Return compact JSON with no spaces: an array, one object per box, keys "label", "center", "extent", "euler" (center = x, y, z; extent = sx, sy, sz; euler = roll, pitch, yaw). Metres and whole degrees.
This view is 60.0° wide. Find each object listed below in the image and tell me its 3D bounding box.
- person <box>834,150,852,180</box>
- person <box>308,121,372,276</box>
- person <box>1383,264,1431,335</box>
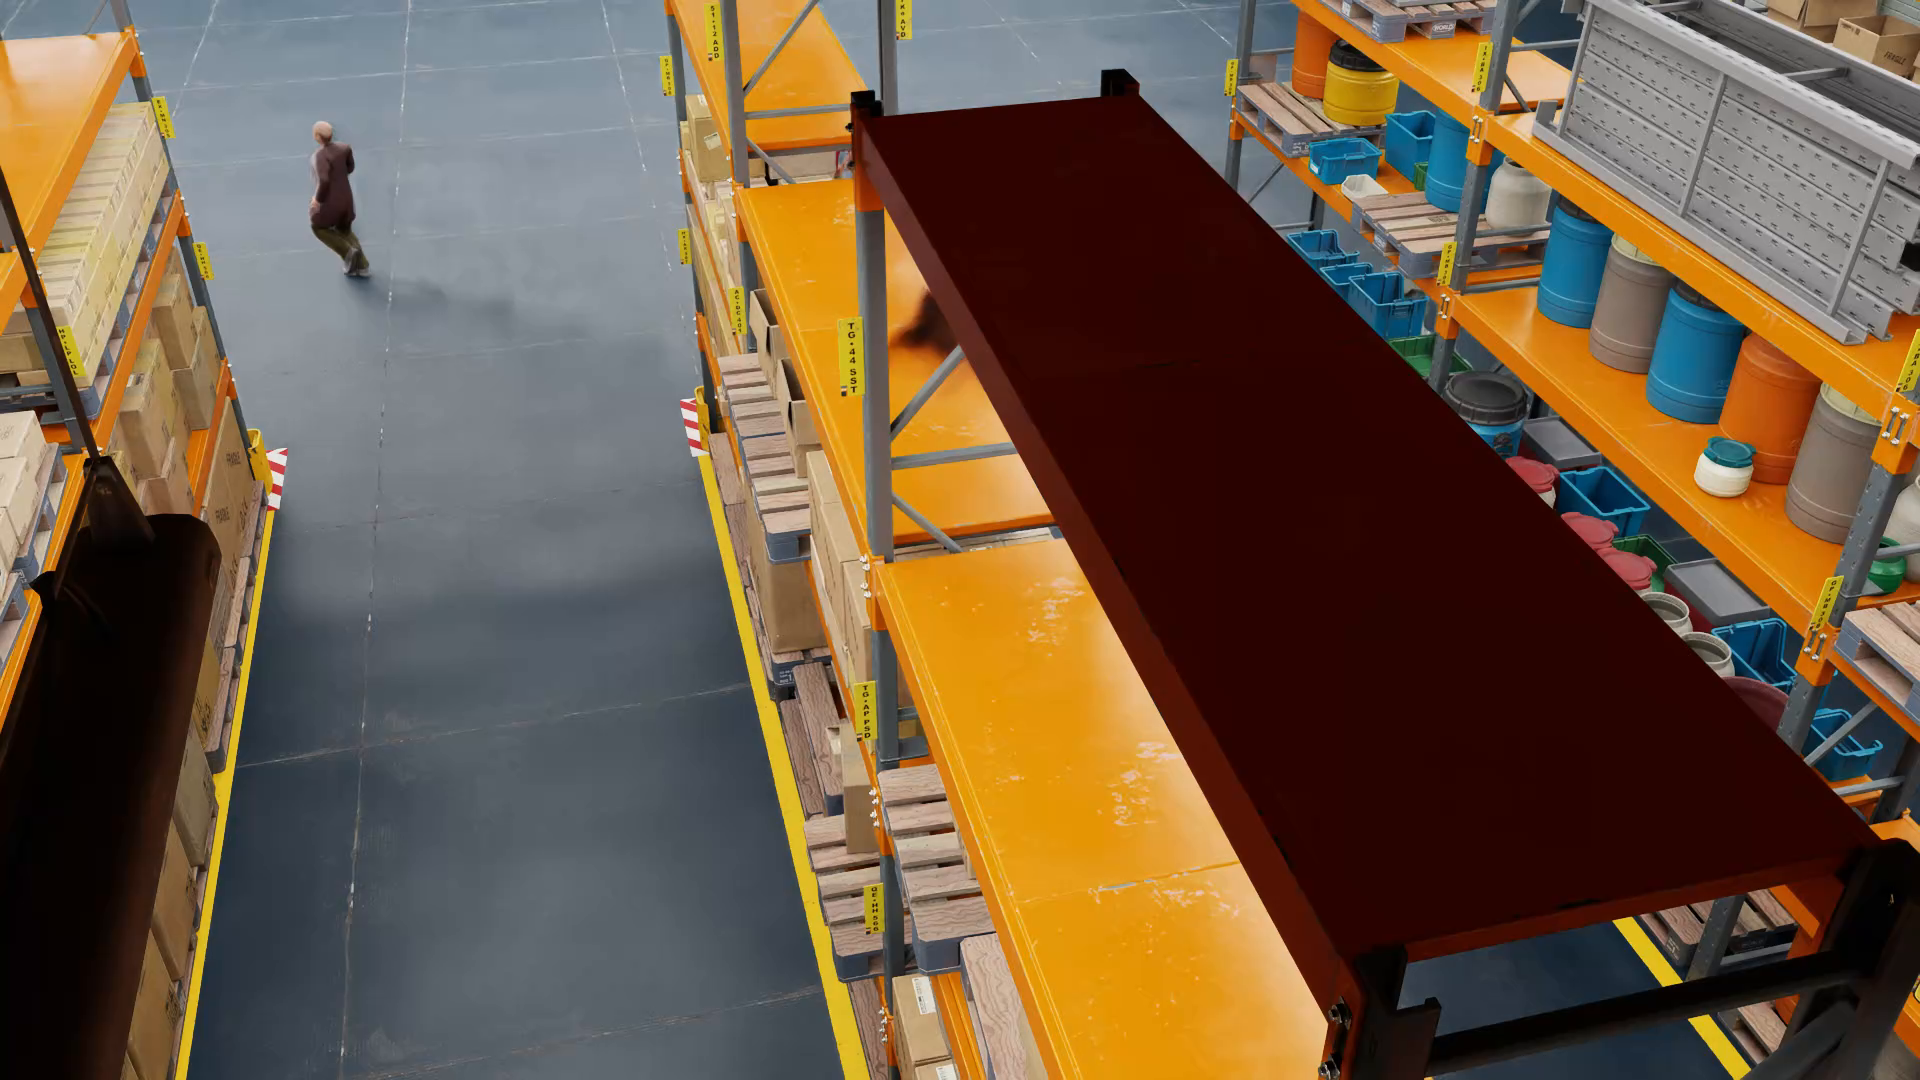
[{"label":"person","center":[-1.433,-3.786,18.081],"extent":[0.867,1.772,0.649],"euler":[7,35,11]},{"label":"person","center":[-6.772,-3.670,17.911],"extent":[0.626,1.739,0.696],"euler":[14,37,20]},{"label":"person","center":[4.349,-2.546,16.380],"extent":[0.583,1.609,0.856],"euler":[-14,37,-19]}]
